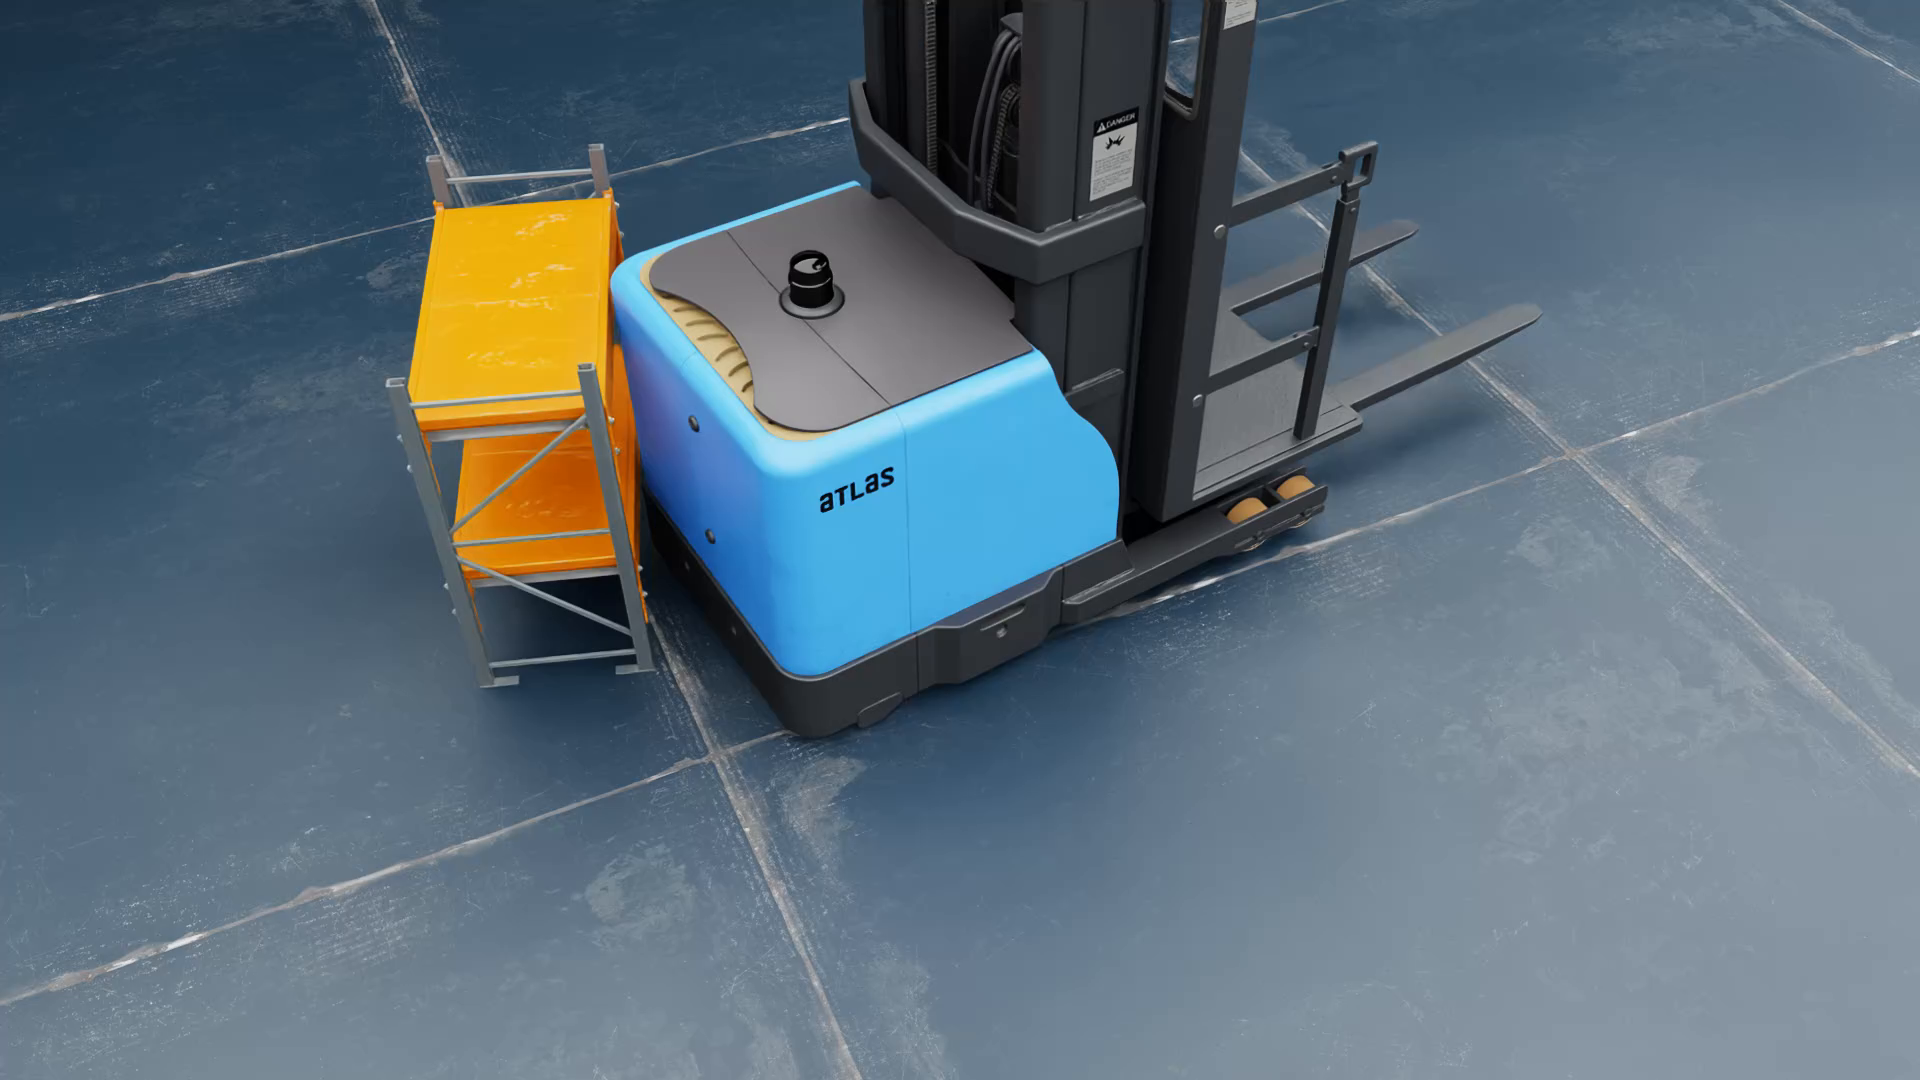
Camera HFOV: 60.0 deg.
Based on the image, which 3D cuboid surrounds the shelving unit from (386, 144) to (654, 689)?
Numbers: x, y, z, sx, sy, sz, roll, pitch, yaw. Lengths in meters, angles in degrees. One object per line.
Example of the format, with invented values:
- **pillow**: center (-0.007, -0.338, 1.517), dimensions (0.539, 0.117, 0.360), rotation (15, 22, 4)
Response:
- **shelving unit**: center (-1.211, -0.357, 4.811), dimensions (0.538, 1.125, 1.048), rotation (-5, 45, -5)

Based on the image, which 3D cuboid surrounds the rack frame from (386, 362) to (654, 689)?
- **rack frame**: center (-1.144, -0.004, 4.453), dimensions (0.500, 1.125, 0.032), rotation (-5, 45, -5)

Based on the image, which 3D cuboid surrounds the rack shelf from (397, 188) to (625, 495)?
- **rack shelf**: center (-1.211, -0.566, 4.606), dimensions (0.538, 0.278, 1.000), rotation (-5, 45, -5)

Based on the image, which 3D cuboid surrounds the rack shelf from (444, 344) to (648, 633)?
- **rack shelf**: center (-1.211, -0.183, 4.983), dimensions (0.538, 0.278, 1.000), rotation (-5, 45, -5)

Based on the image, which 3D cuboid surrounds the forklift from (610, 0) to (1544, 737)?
- **forklift**: center (0.558, -1.300, 4.480), dimensions (3.031, 2.935, 1.130), rotation (-24, 49, -22)

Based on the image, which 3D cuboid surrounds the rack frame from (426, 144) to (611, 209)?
- **rack frame**: center (-1.278, -0.711, 5.170), dimensions (0.500, 1.125, 0.032), rotation (-5, 45, -5)
